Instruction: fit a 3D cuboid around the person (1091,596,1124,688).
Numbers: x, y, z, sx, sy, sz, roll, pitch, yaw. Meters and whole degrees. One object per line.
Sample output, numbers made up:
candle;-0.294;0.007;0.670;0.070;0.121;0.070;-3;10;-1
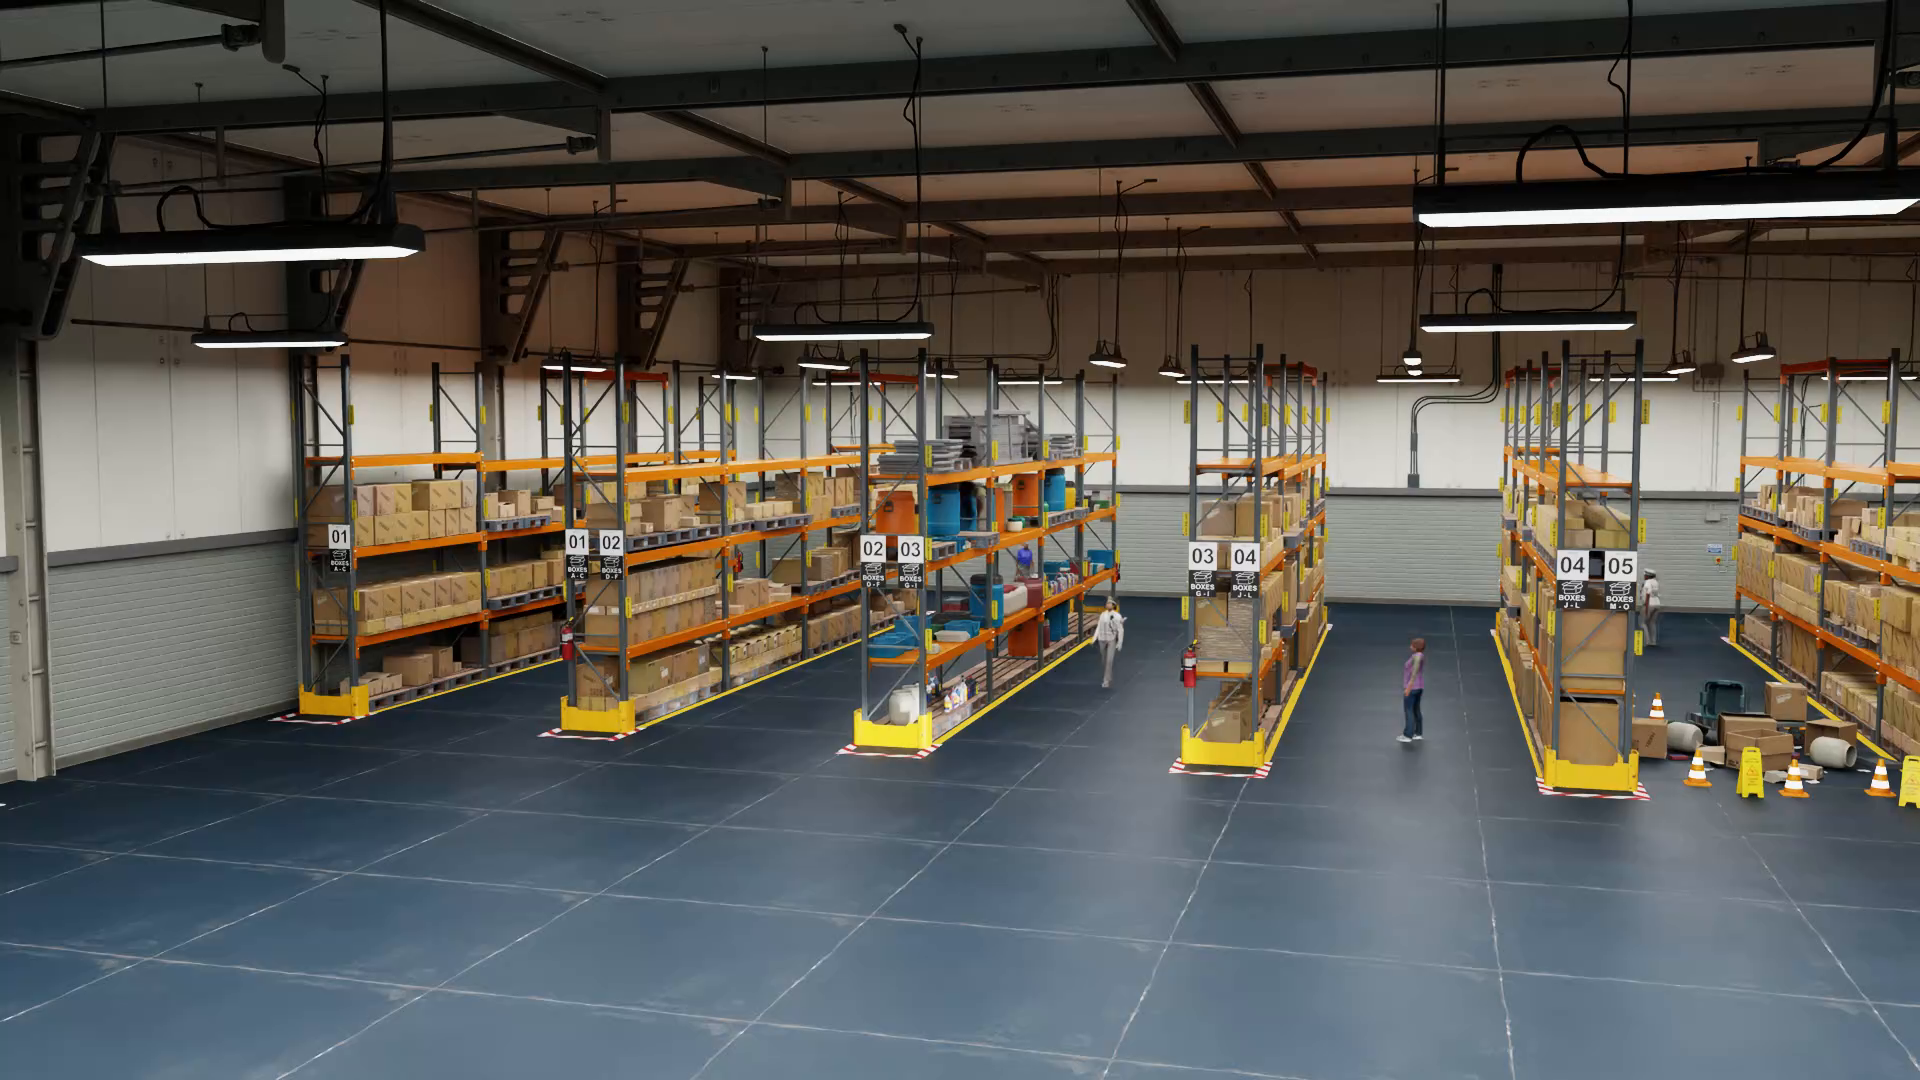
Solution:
person;2.733;1.853;30.672;0.571;1.645;0.958;2;5;20

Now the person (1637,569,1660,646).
person;15.036;1.485;36.204;0.596;1.708;0.374;-3;5;-36

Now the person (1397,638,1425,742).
person;6.938;2.295;25.528;0.364;1.603;0.486;3;5;35

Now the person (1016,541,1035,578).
person;1.772;0.817;44.655;0.482;1.649;0.451;3;5;36
